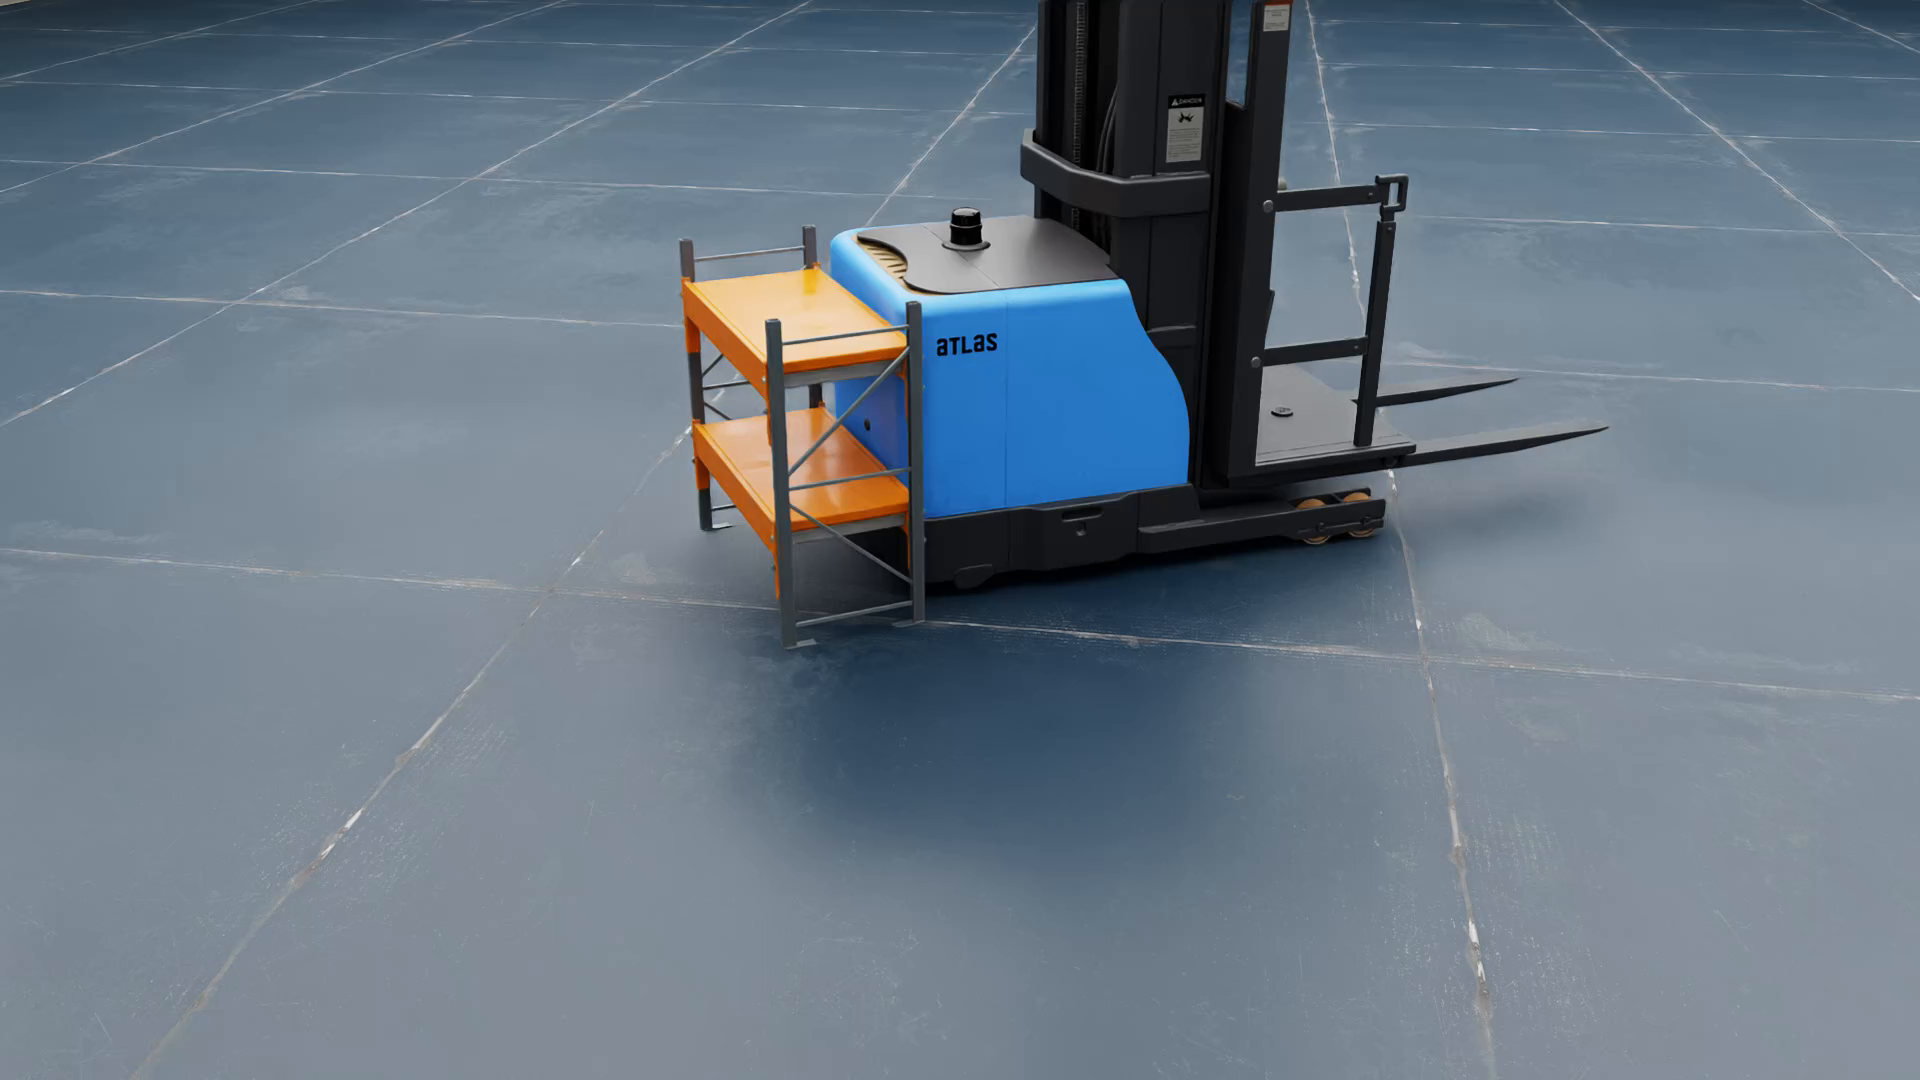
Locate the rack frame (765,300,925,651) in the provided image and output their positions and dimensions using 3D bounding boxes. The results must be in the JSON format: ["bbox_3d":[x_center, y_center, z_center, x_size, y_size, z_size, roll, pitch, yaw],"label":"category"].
[{"bbox_3d":[-0.354,-0.192,5.334,0.500,1.125,0.032,-10,27,-21],"label":"rack frame"}]

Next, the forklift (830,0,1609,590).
[{"bbox_3d":[1.079,-1.514,6.027,3.031,2.935,1.130,-8,26,-17],"label":"forklift"}]

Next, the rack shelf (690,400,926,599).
[{"bbox_3d":[-0.556,-0.169,5.860,0.538,0.278,1.000,-10,27,-21],"label":"rack shelf"}]

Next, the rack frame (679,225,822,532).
[{"bbox_3d":[-0.757,-0.588,6.179,0.500,1.125,0.032,-10,27,-21],"label":"rack frame"}]

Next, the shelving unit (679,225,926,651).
[{"bbox_3d":[-0.556,-0.390,5.757,0.538,1.125,1.048,-10,27,-21],"label":"shelving unit"}]

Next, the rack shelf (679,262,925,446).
[{"bbox_3d":[-0.556,-0.655,5.633,0.538,0.278,1.000,-10,27,-21],"label":"rack shelf"}]
